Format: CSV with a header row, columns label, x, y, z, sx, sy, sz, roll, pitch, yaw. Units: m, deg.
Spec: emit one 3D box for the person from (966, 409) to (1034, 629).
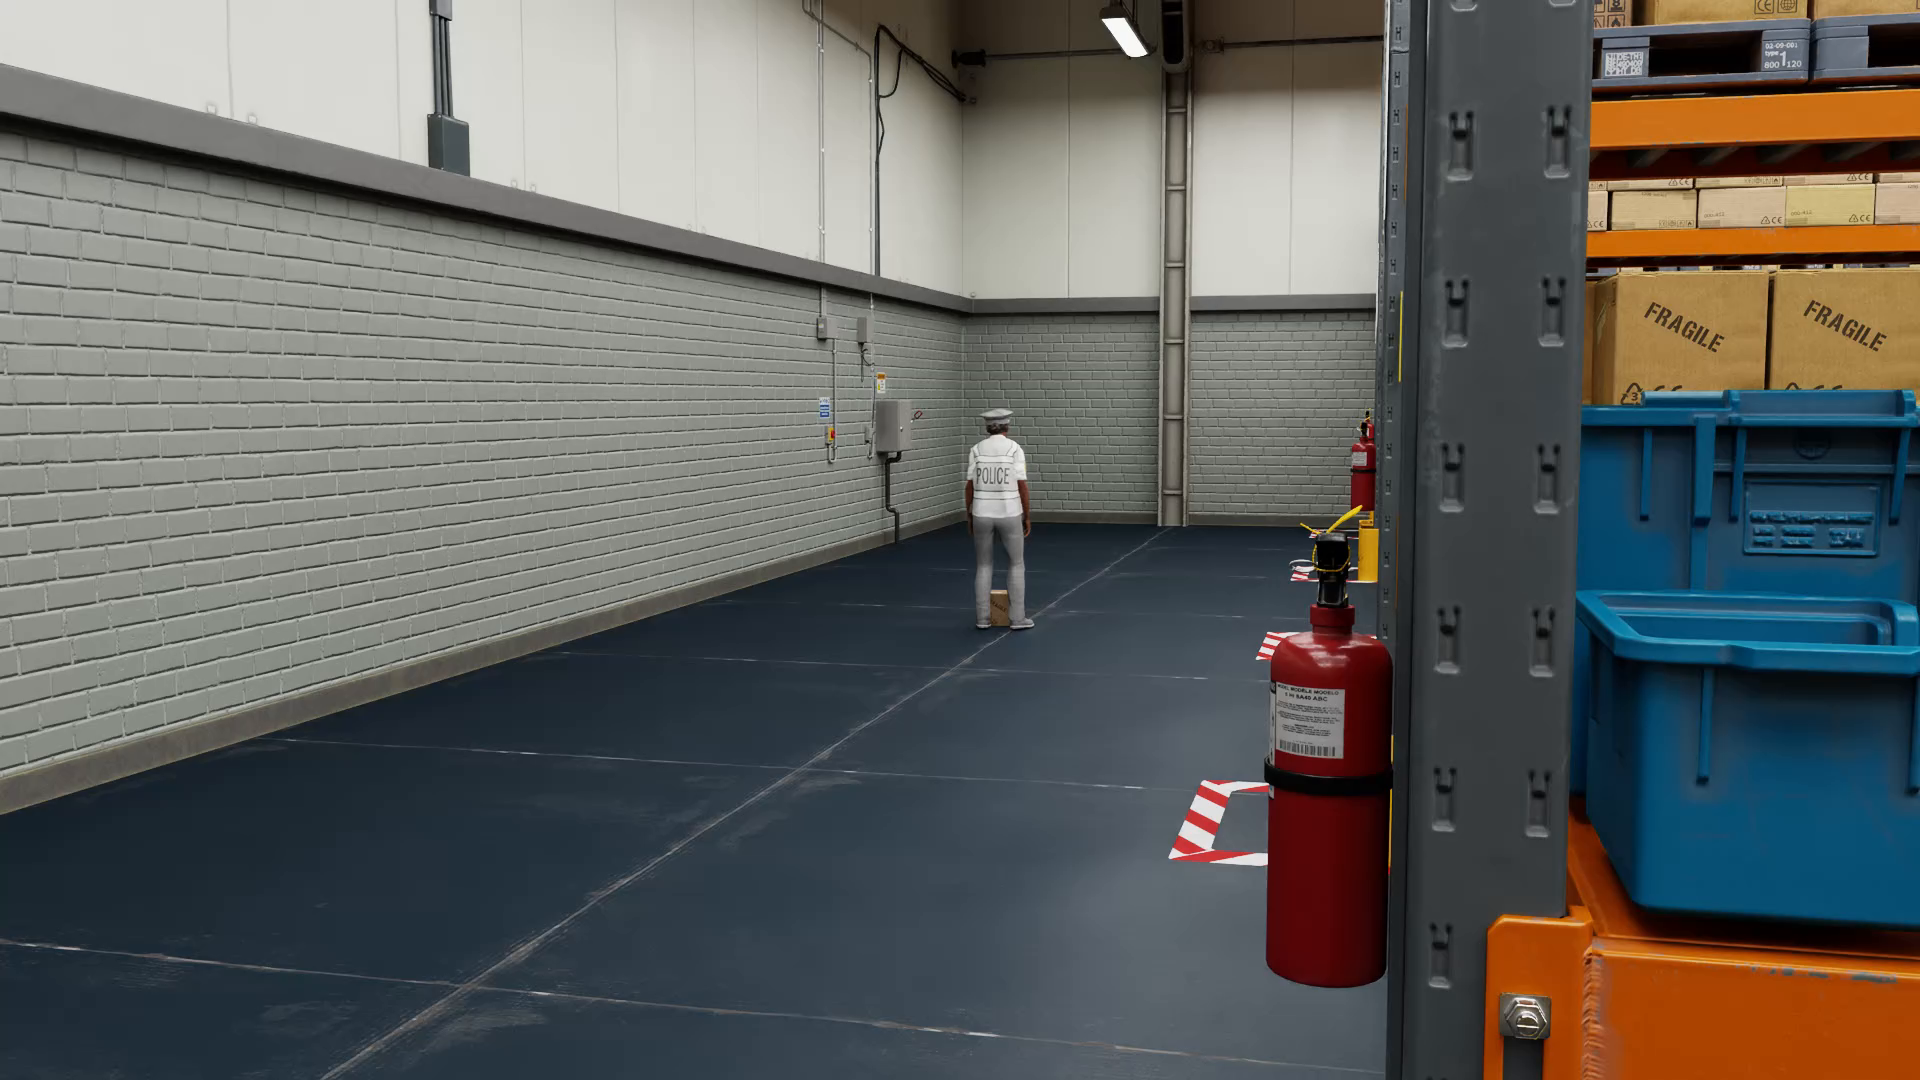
label,x,y,z,sx,sy,sz,roll,pitch,yaw
person,0.295,-0.156,12.580,0.506,1.660,0.393,1,5,14
